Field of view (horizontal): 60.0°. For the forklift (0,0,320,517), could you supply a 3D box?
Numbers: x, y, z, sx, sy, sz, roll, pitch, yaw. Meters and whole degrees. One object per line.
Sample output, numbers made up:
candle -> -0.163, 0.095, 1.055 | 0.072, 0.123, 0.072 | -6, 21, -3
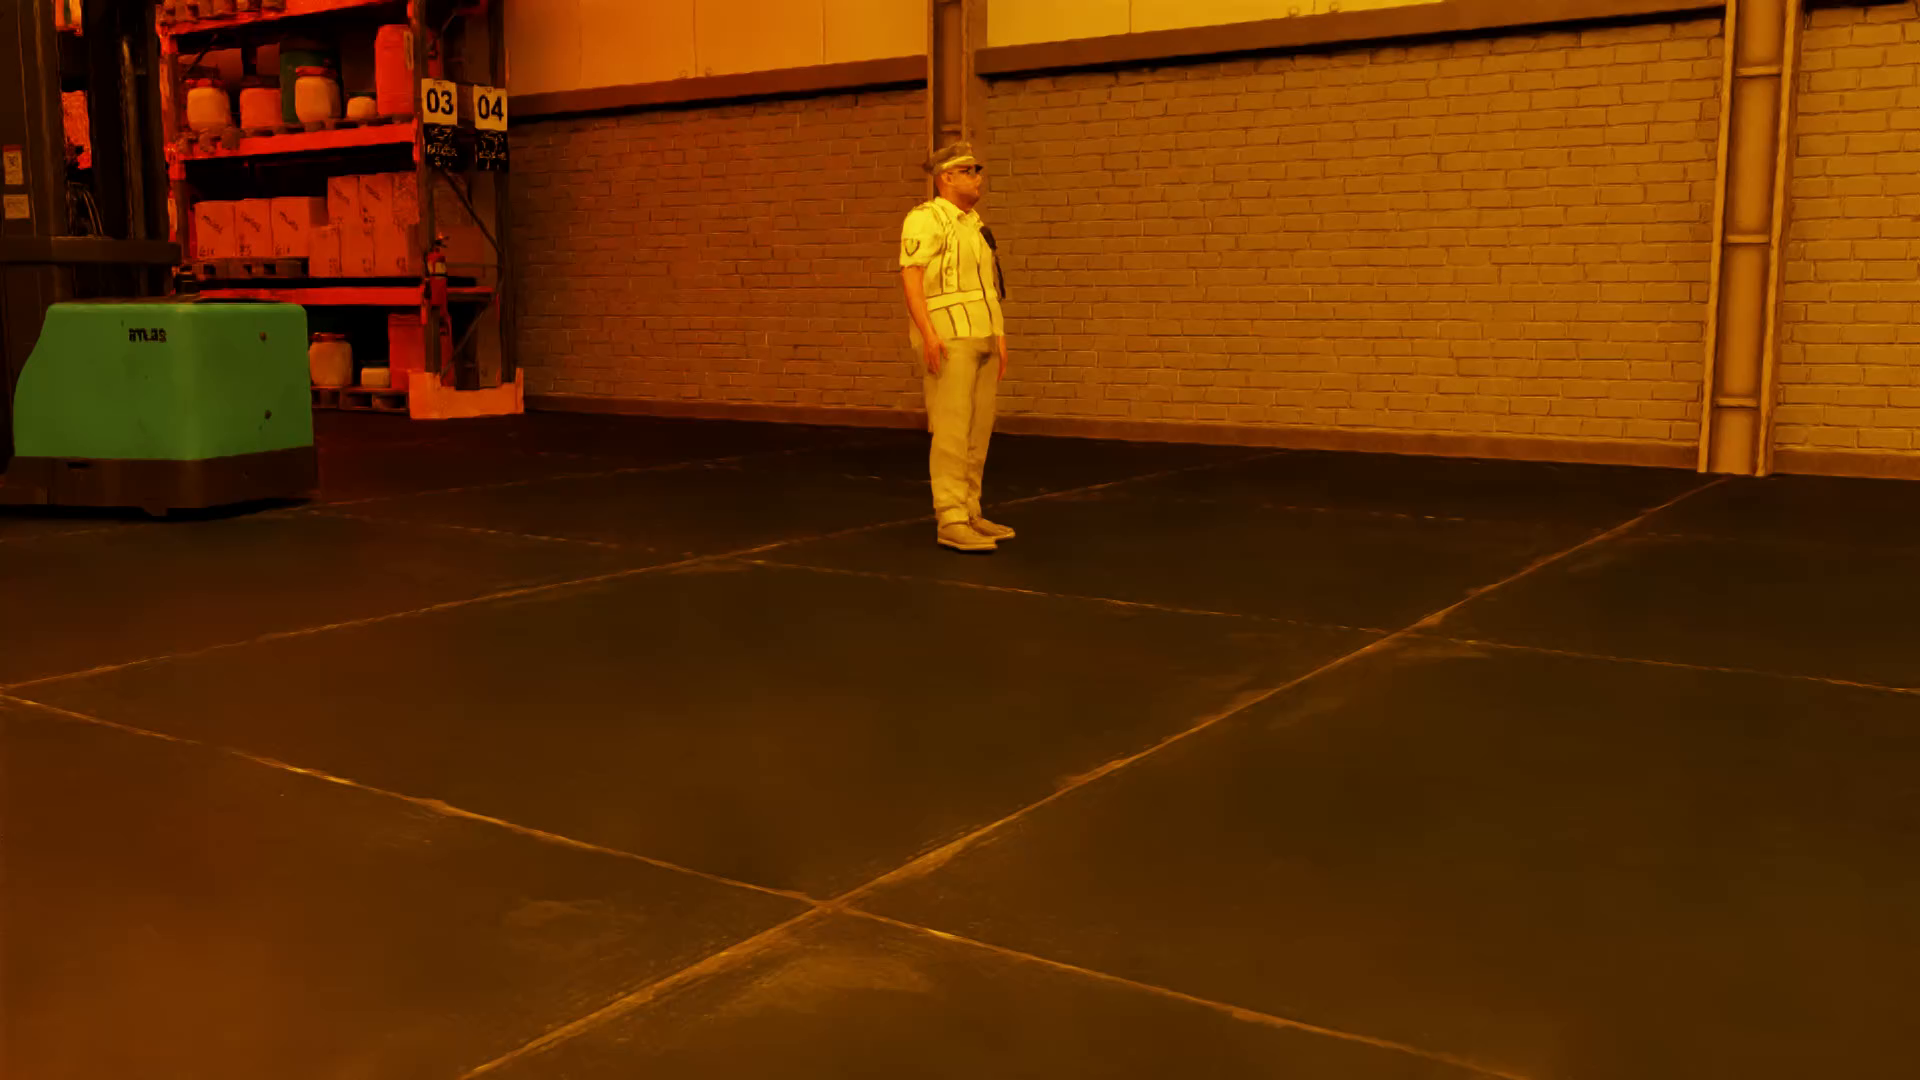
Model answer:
forklift -> -5.074, -1.652, 8.808 | 3.031, 2.935, 1.130 | 2, 8, 14

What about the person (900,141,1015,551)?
person -> 0.058, -0.883, 7.424 | 0.574, 1.781, 0.640 | 5, 10, 34
